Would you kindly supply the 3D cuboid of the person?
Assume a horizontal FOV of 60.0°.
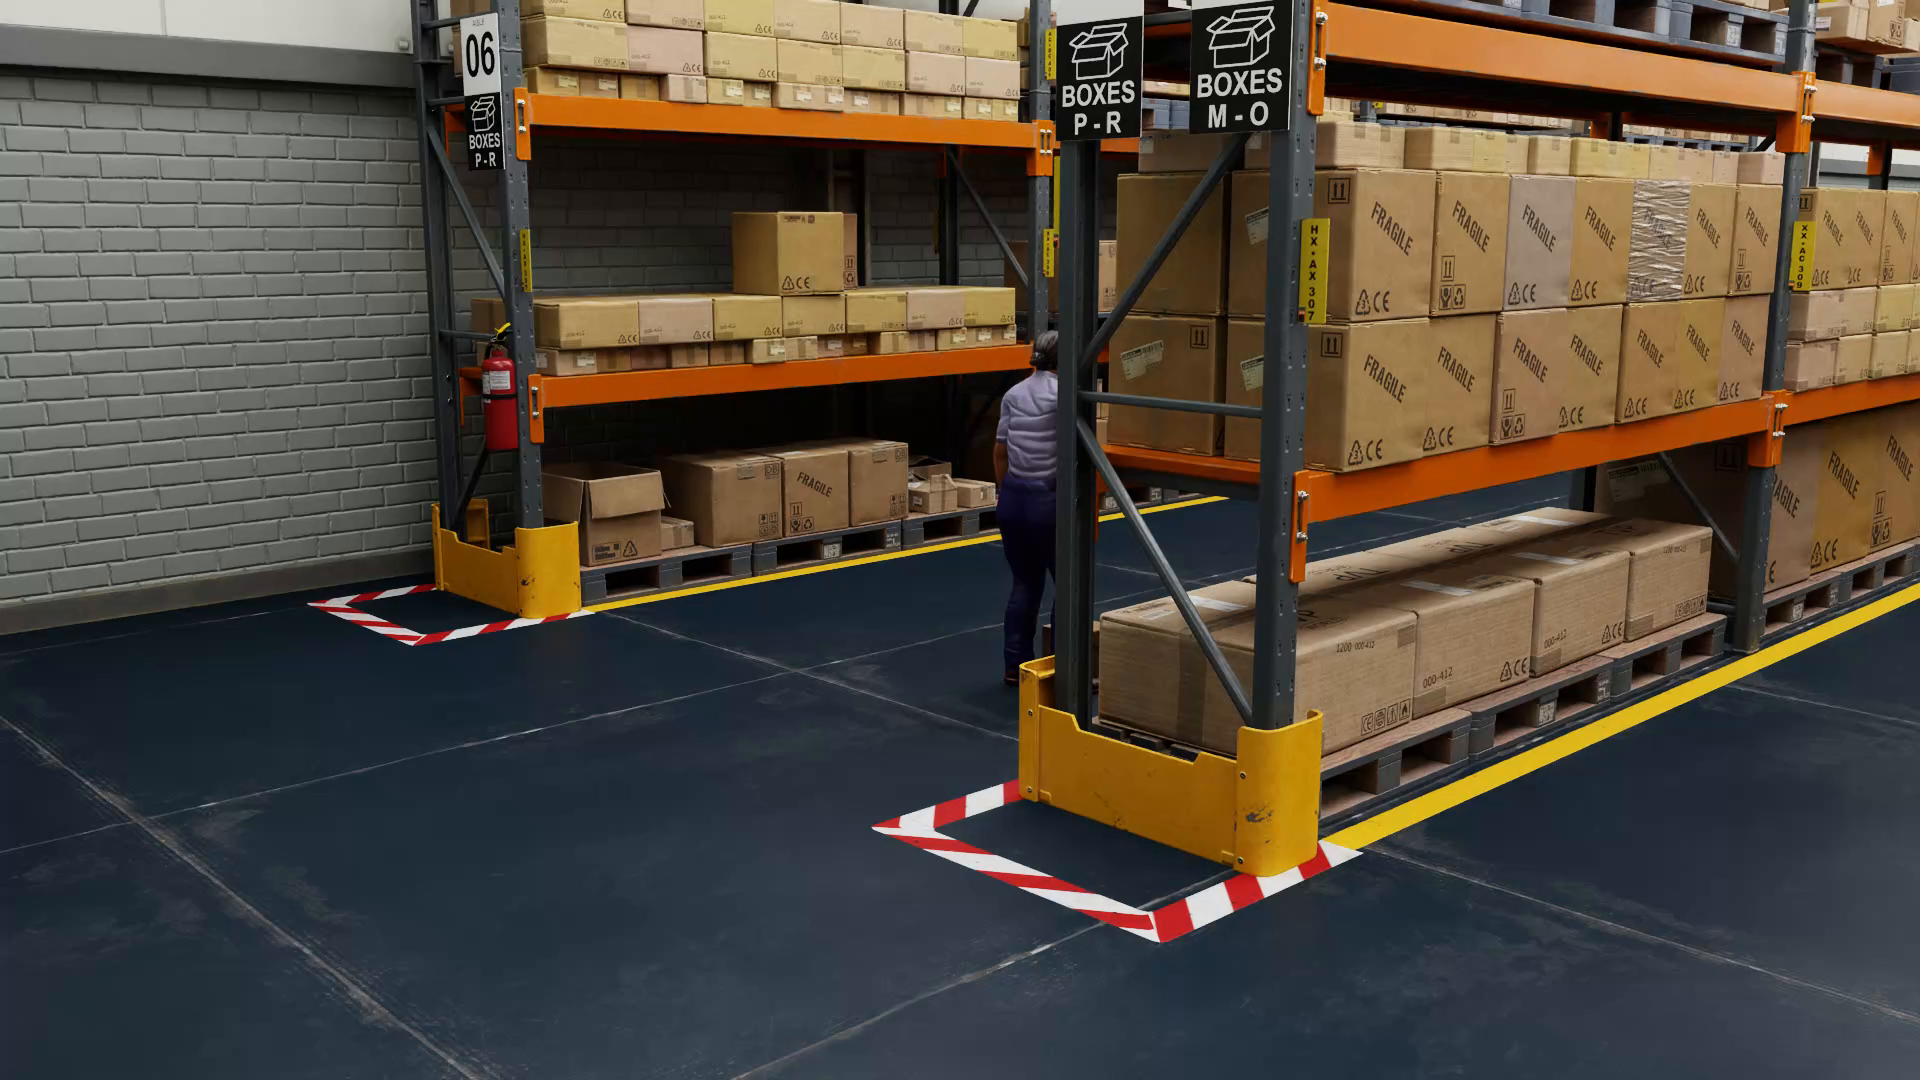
[{"bbox_3d":[0.393,-0.128,7.626,0.545,1.650,0.375,10,15,42],"label":"person"}]
